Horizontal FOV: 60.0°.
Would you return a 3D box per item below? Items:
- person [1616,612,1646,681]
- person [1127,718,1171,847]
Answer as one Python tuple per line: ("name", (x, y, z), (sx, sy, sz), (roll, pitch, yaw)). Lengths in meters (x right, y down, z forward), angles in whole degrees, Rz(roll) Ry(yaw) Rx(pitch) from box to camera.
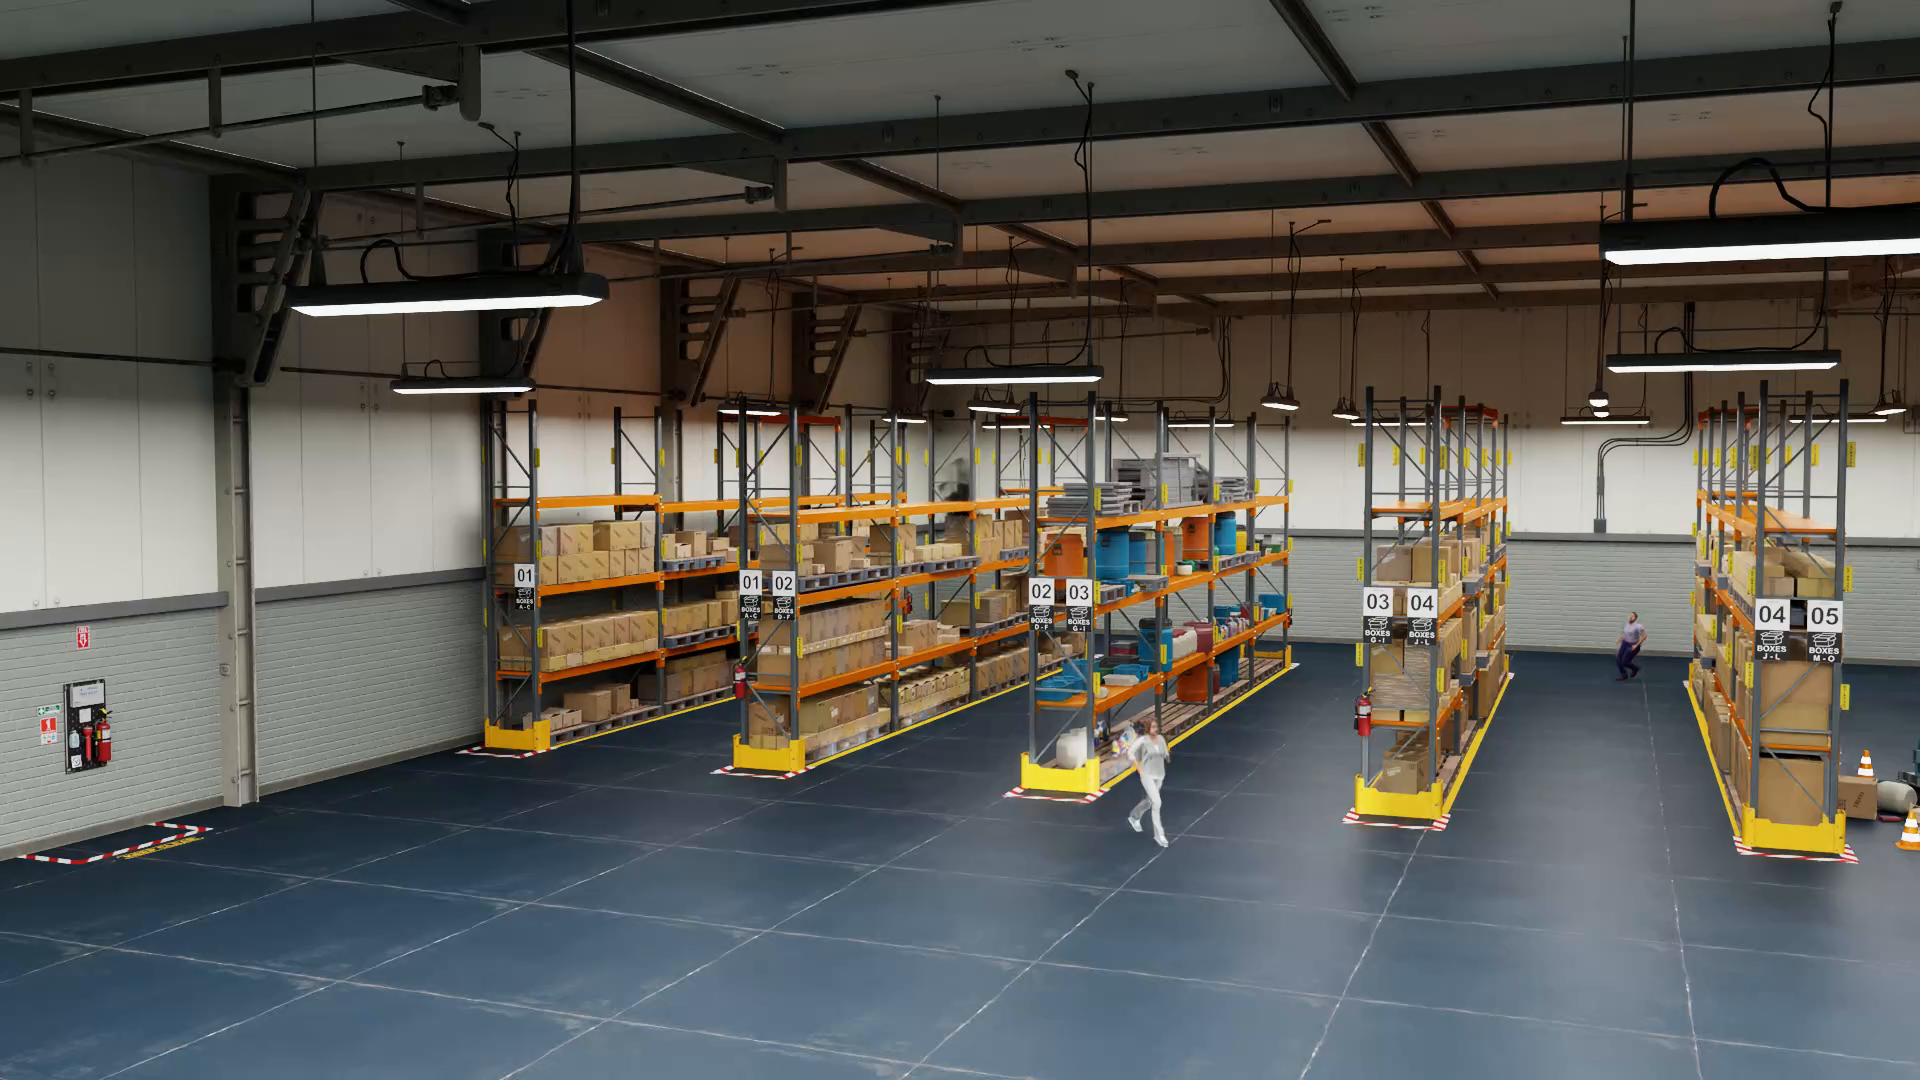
("person", (14.985, 2.393, 37.163), (0.509, 1.593, 0.655), (-1, 3, -21))
("person", (2.498, 3.133, 21.756), (0.523, 1.602, 0.817), (-2, 3, -32))
